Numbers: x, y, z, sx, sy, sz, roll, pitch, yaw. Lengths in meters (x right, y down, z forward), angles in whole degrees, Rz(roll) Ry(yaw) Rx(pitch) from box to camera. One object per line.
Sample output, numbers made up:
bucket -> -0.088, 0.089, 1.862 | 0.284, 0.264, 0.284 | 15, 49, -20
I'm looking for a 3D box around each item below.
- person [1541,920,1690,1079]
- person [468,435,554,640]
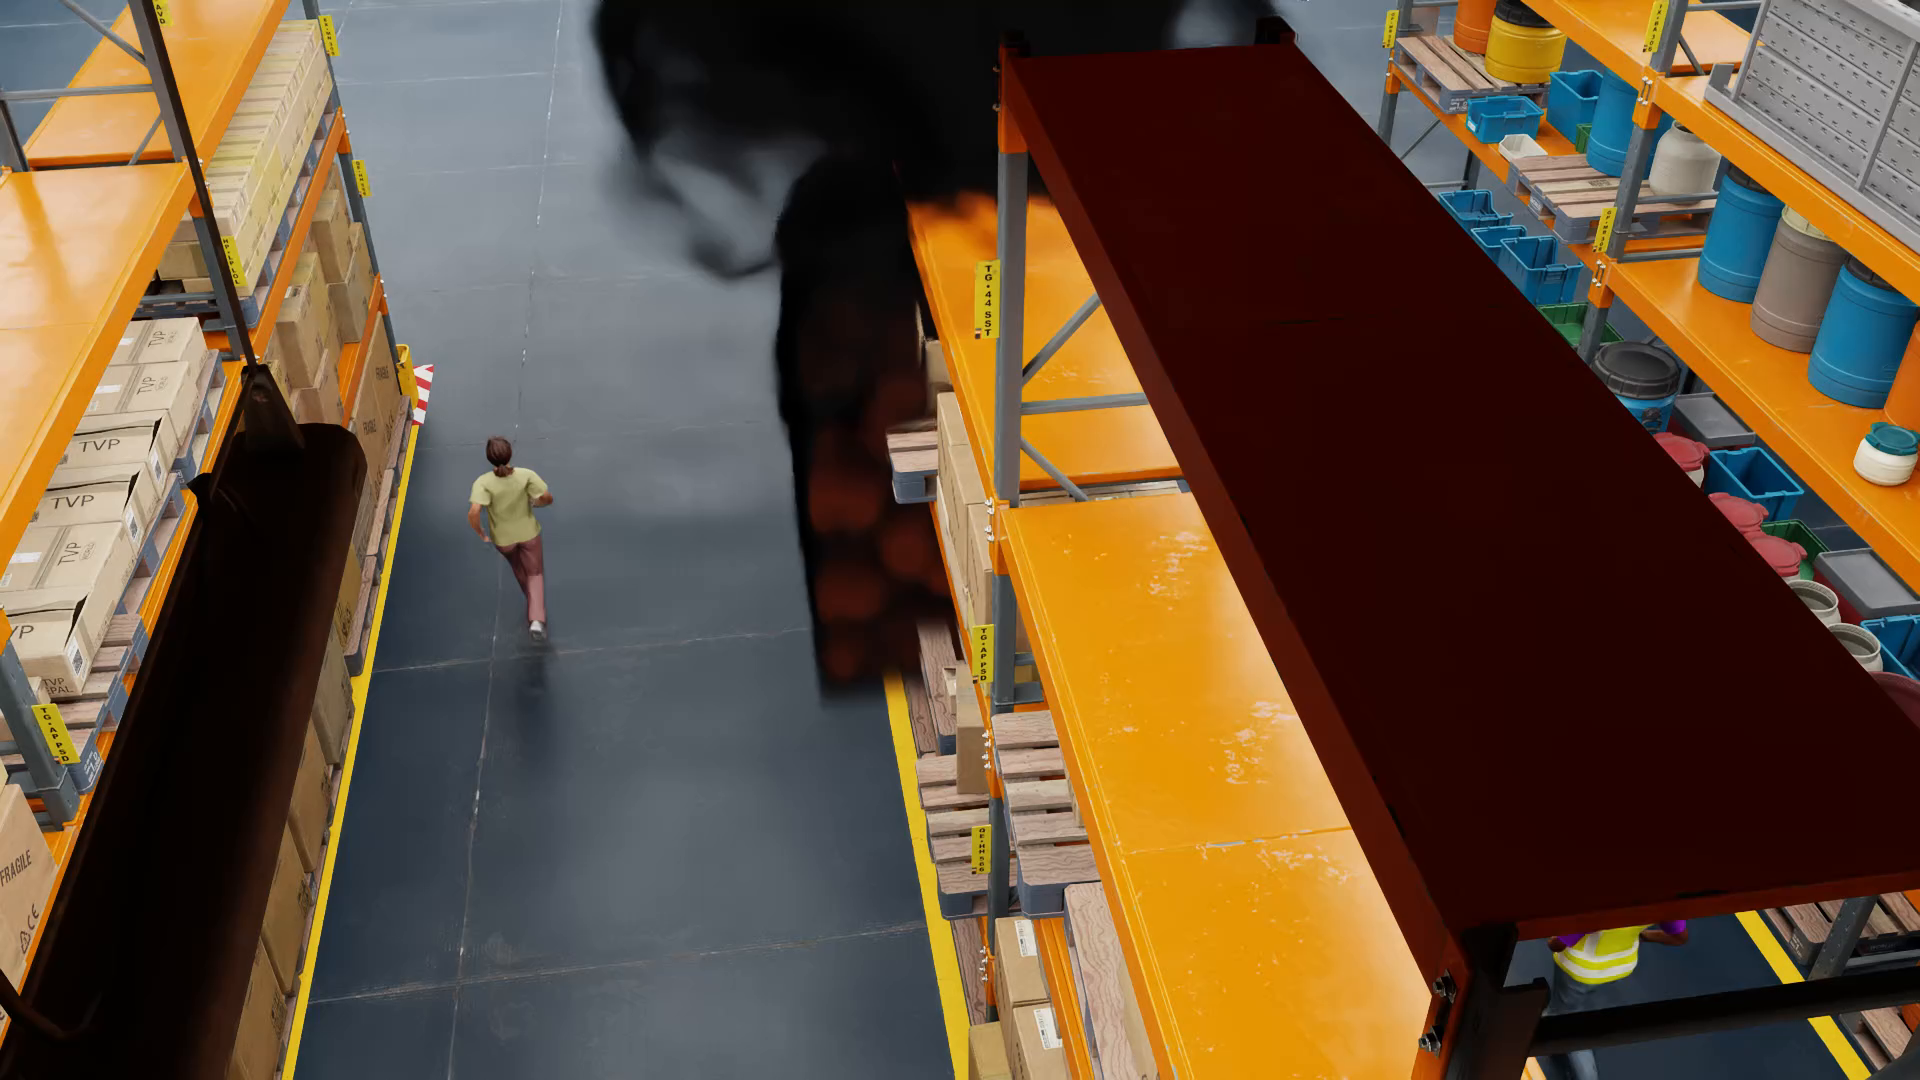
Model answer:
person -> 3.392, 2.275, 8.893 | 0.698, 1.736, 0.853 | -9, 37, -12
person -> -3.207, 0.004, 12.060 | 0.601, 1.661, 0.952 | -11, 38, -14
